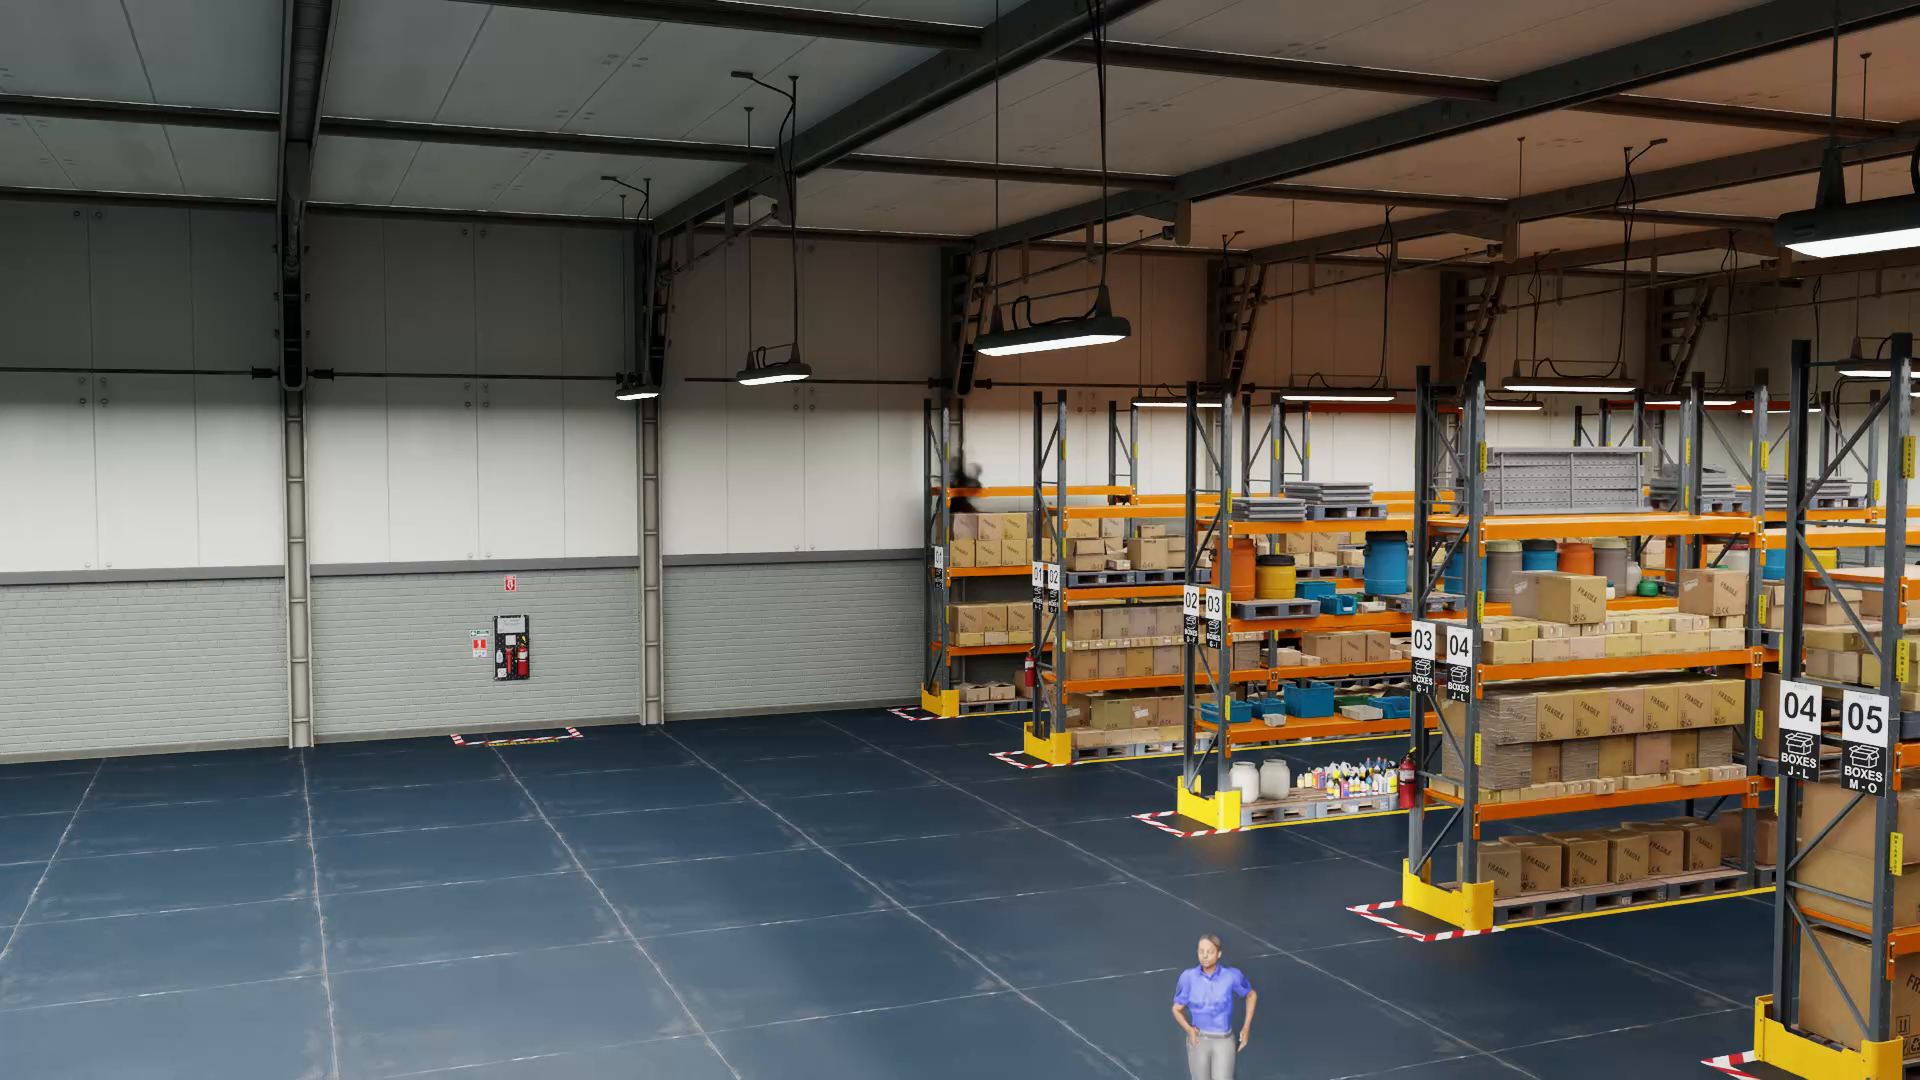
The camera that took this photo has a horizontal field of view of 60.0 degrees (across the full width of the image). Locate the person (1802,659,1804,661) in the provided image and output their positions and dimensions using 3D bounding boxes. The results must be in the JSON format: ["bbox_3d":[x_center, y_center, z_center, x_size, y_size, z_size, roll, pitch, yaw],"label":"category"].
[{"bbox_3d":[15.438,2.546,30.997,0.670,1.656,0.564,-2,4,-30],"label":"person"}]

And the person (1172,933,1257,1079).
[{"bbox_3d":[1.805,3.654,11.922,0.576,1.641,0.654,1,4,18],"label":"person"}]
